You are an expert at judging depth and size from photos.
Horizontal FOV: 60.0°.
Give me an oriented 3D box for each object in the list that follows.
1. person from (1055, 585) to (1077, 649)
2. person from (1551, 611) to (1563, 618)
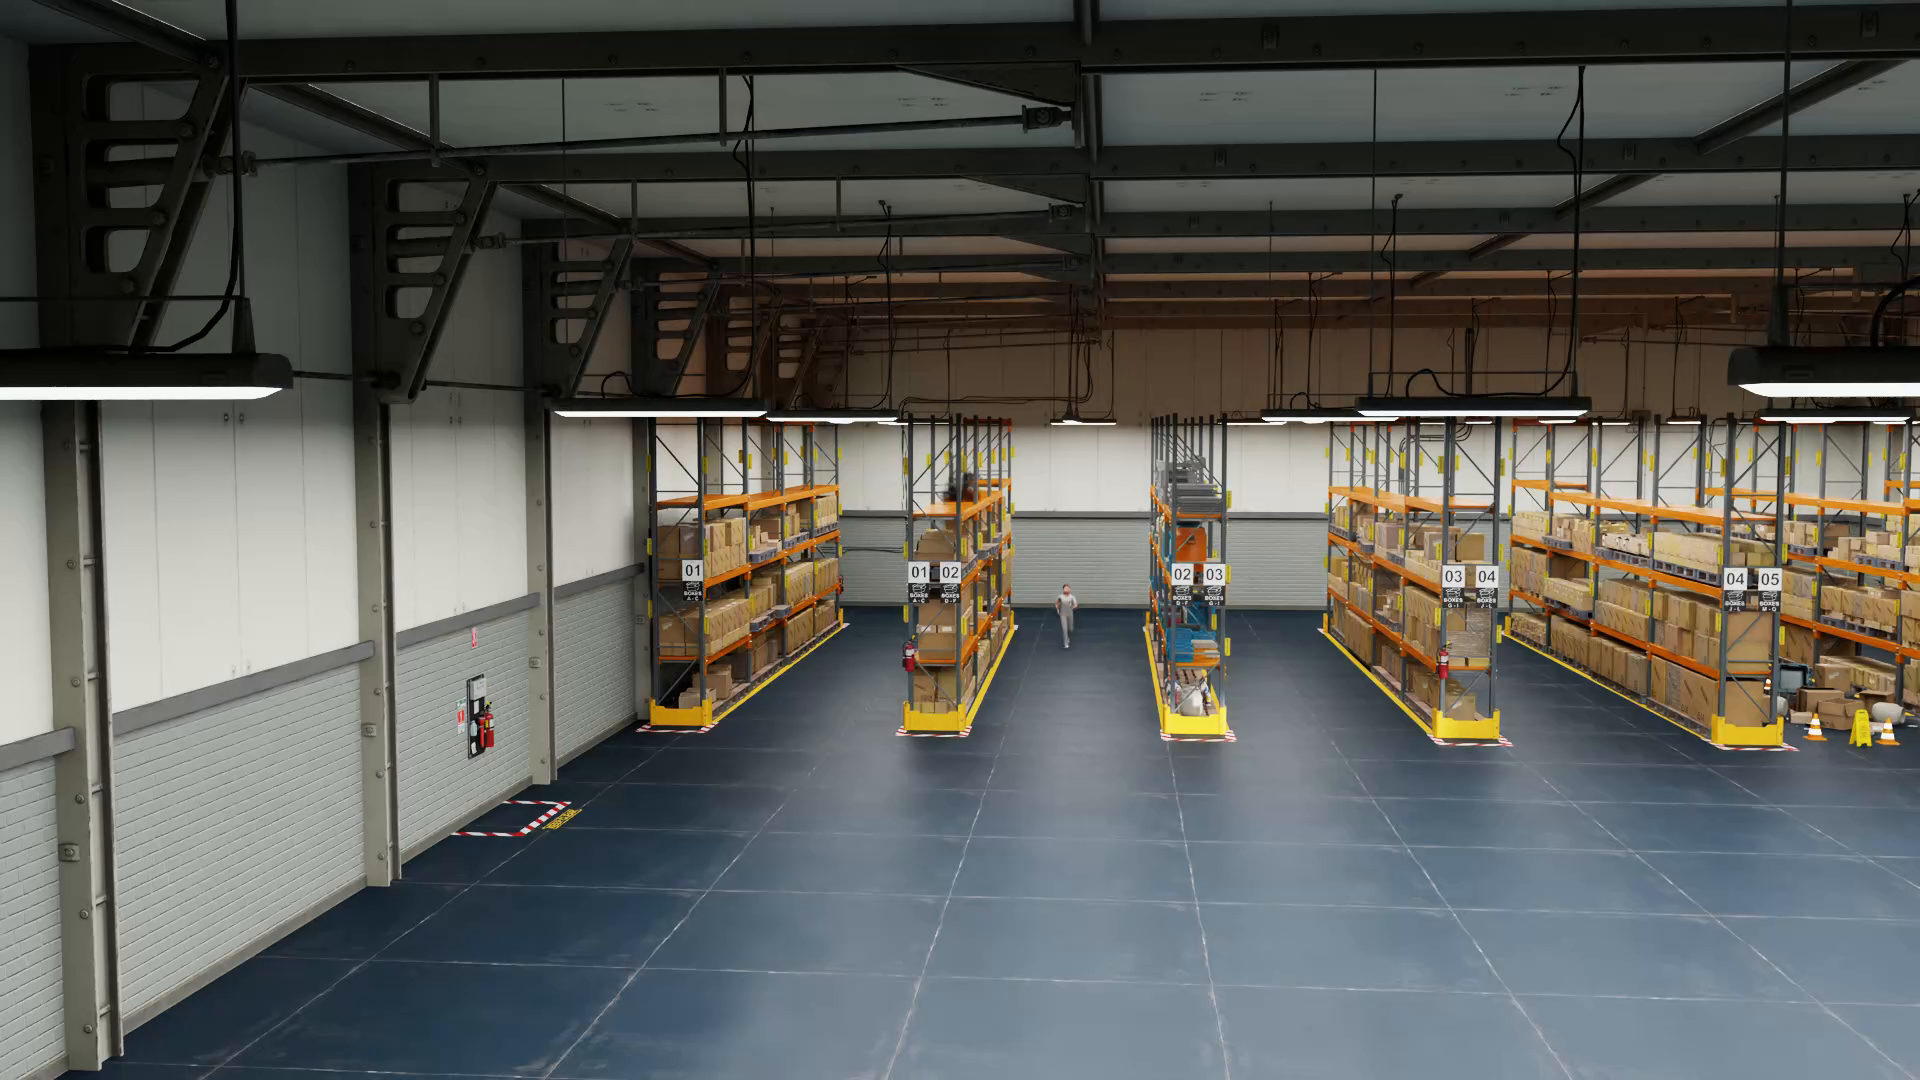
[{"bbox_3d":[2.768,1.984,43.384,0.577,1.631,0.868,0,4,-4],"label":"person"},{"bbox_3d":[16.763,1.702,47.197,0.763,1.685,0.534,-2,4,-26],"label":"person"}]
